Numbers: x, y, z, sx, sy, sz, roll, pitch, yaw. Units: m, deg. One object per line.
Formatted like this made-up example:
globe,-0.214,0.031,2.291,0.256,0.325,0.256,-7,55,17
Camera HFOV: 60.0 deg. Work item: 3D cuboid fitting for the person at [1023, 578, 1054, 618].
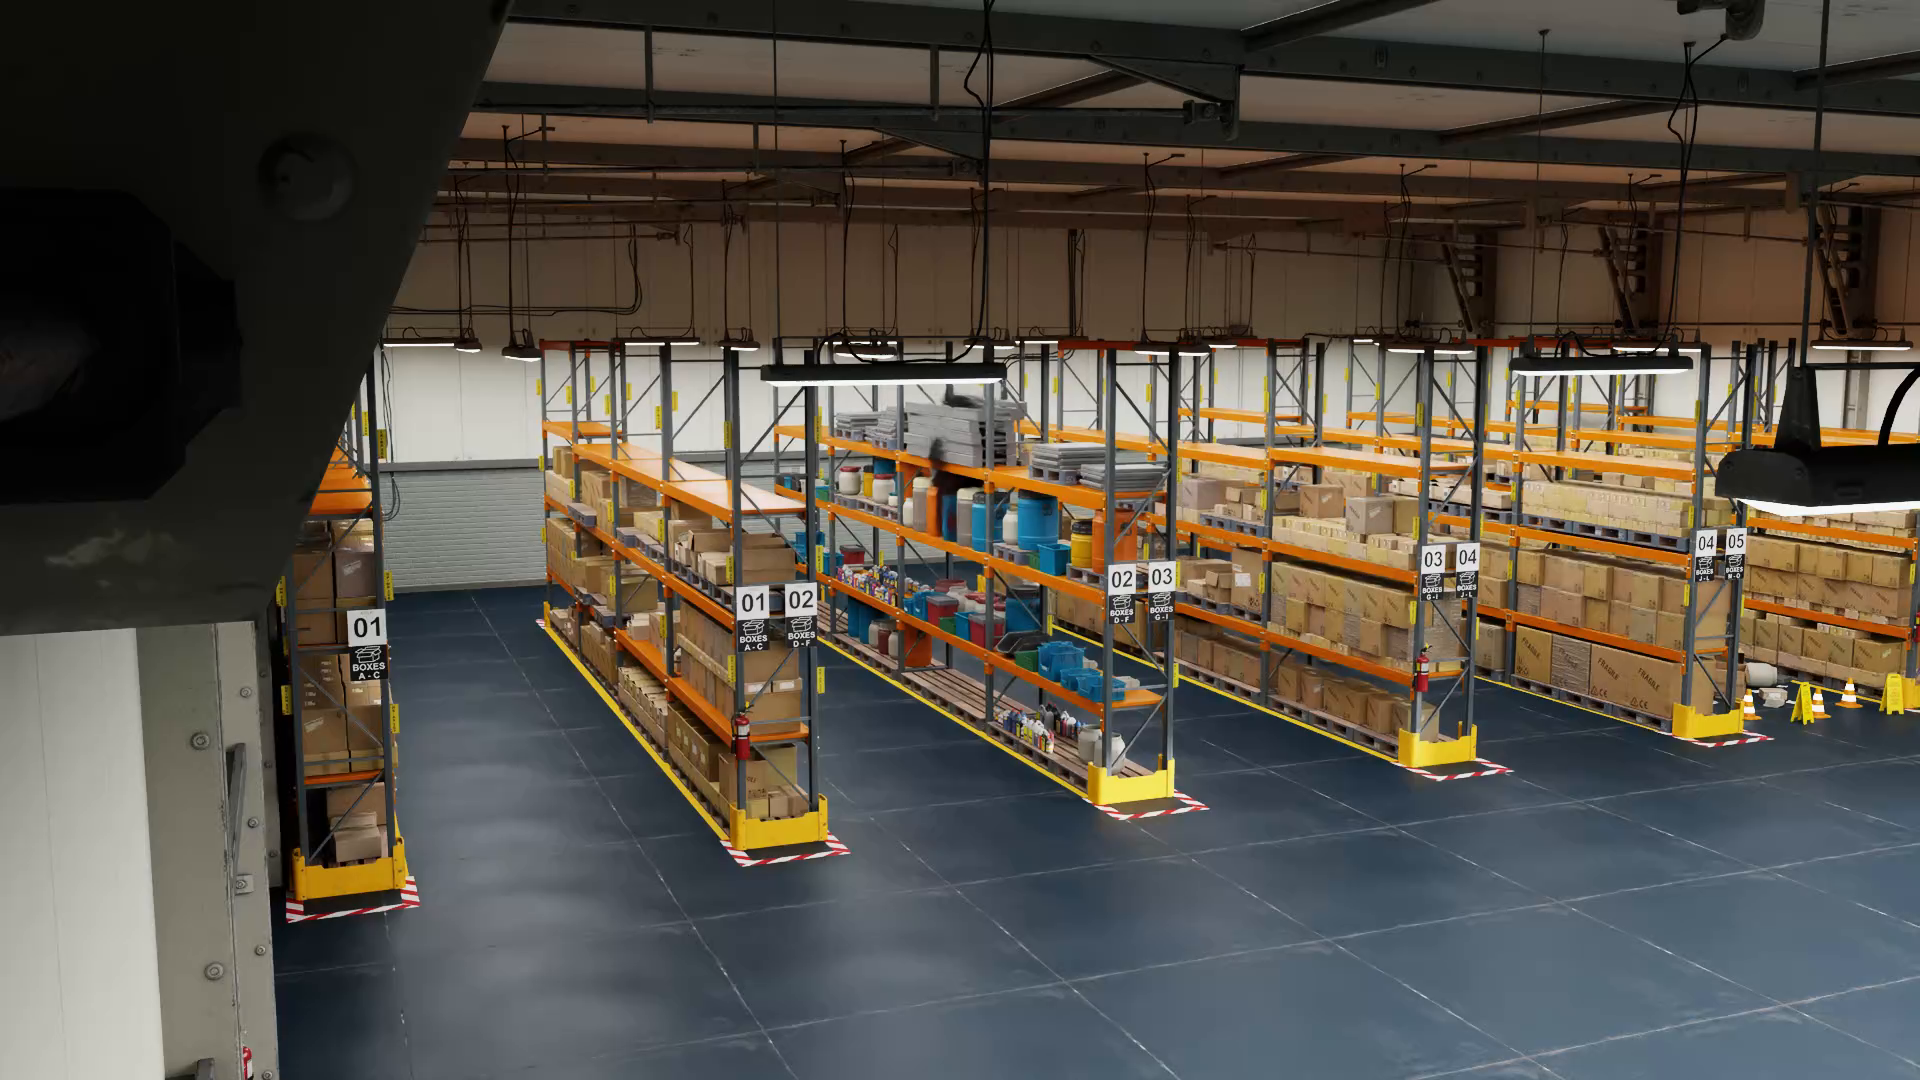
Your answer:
person,1.467,1.141,31.087,0.678,1.746,0.808,-6,9,-37

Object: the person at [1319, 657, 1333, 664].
person,6.772,1.436,31.211,0.697,1.725,0.677,-5,9,-32
